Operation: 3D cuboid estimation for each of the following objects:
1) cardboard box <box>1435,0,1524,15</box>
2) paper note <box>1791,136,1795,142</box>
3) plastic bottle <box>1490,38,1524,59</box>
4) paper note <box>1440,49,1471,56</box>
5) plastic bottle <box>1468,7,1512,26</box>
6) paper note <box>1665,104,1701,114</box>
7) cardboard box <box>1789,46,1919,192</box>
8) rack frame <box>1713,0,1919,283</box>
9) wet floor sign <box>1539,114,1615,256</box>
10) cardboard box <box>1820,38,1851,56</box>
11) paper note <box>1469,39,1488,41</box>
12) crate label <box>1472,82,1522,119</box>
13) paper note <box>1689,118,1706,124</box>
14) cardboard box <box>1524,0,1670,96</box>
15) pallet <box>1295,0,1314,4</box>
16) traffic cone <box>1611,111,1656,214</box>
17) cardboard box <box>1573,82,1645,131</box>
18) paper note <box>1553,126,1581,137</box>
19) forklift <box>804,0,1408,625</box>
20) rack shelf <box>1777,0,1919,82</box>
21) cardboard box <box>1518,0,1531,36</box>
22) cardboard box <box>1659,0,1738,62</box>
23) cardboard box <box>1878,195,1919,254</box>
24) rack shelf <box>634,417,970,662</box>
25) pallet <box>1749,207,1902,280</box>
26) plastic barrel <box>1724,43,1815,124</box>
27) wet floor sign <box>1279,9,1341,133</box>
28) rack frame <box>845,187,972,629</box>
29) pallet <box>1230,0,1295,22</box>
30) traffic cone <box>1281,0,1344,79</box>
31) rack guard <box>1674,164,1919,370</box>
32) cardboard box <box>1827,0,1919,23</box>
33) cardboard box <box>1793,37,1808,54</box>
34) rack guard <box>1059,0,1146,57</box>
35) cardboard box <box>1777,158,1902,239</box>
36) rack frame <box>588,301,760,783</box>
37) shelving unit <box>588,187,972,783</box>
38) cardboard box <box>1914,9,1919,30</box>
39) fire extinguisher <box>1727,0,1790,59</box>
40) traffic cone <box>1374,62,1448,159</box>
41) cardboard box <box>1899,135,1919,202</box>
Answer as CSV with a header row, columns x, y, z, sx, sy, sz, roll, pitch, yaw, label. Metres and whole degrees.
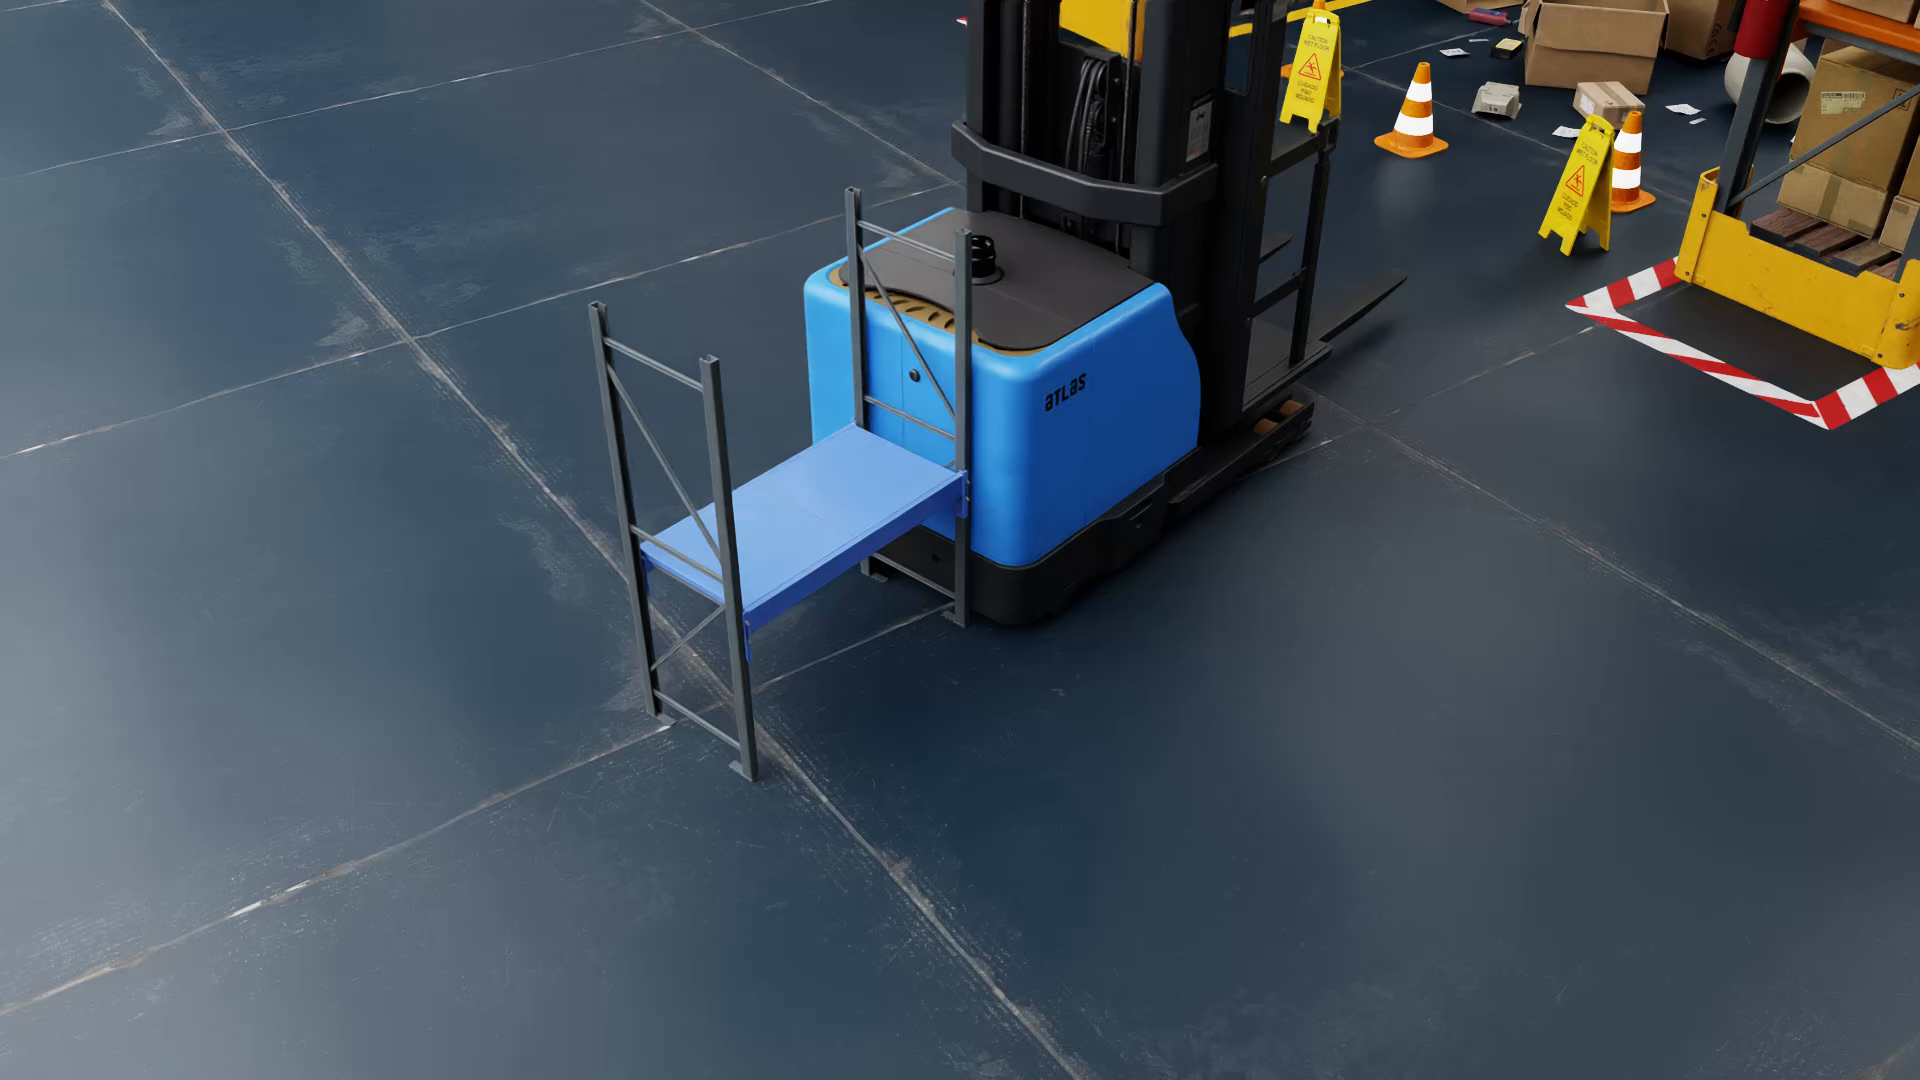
x,y,z,sx,sy,sz,roll,pitch,yaw,label
3.498,-3.909,11.255,0.500,0.500,0.500,-15,38,-20,cardboard box
4.749,-2.240,9.338,0.142,0.019,0.148,22,41,28,paper note
3.478,-3.125,10.543,0.133,0.061,0.283,22,41,28,plastic bottle
3.132,-3.086,10.517,0.142,0.017,0.144,-9,37,-12,paper note
3.524,-3.457,11.004,0.283,0.061,0.133,22,41,28,plastic bottle
4.247,-2.533,9.756,0.142,0.019,0.148,-9,37,-12,paper note
4.345,-2.013,7.834,0.500,0.500,0.500,-22,41,-28,cardboard box
3.841,-2.261,6.825,0.127,3.000,1.000,-22,41,-28,rack frame
3.069,-1.752,8.133,0.232,0.644,0.267,-9,37,-12,wet floor sign
5.450,-2.882,9.826,0.500,0.500,0.500,3,36,4,cardboard box
3.345,-3.222,10.721,0.123,0.001,0.032,-3,36,-4,paper note
3.138,-2.568,9.704,0.250,0.136,0.298,15,38,20,crate label
4.262,-2.421,9.607,0.123,0.001,0.032,-22,41,-28,paper note
3.818,-3.047,10.055,0.797,0.503,0.637,9,37,12,cardboard box
2.511,-4.172,11.869,1.213,0.211,1.003,-22,41,-28,pallet
3.449,-1.991,8.622,0.334,0.463,0.336,-22,41,-28,traffic cone
3.748,-2.508,9.610,0.250,0.149,0.380,-3,36,-4,cardboard box
3.467,-2.324,9.454,0.148,0.019,0.142,22,41,28,paper note
0.793,-1.681,6.077,1.130,2.935,3.031,27,44,32,forklift
5.475,-2.642,7.970,4.000,0.370,1.077,-22,41,-28,rack shelf
3.832,-3.368,10.705,0.258,0.266,0.396,-15,38,-20,cardboard box
4.577,-3.420,10.458,0.503,0.637,0.797,-22,41,-28,cardboard box
4.659,-1.454,7.699,0.500,0.250,0.500,-23,42,-28,cardboard box
-0.495,-0.030,5.315,0.538,0.185,1.000,27,44,32,rack shelf
4.587,-1.411,8.031,1.213,0.211,1.003,-22,41,-28,pallet
4.657,-2.632,9.547,0.421,0.421,0.512,3,36,4,plastic barrel
2.023,-2.679,9.422,0.267,0.644,0.232,30,45,35,wet floor sign
-0.162,-0.400,5.522,0.500,1.500,0.032,27,44,32,rack frame
1.515,-3.764,11.302,1.213,0.211,1.003,-22,41,-28,pallet
2.159,-3.060,10.109,0.334,0.463,0.336,-22,41,-28,traffic cone
3.903,-1.272,7.590,0.348,0.500,1.175,-22,41,-28,rack guard
4.023,-2.387,7.215,0.250,0.149,0.380,-21,41,-26,cardboard box
5.208,-3.247,10.537,0.258,0.266,0.396,9,37,12,cardboard box
0.887,-3.566,10.781,0.348,0.500,1.175,-22,41,-28,rack guard
4.366,-1.723,8.073,0.500,0.250,0.500,-23,41,-28,cardboard box
-0.827,0.049,4.898,0.500,1.500,0.032,27,44,32,rack frame
-0.495,-0.176,5.210,0.538,1.500,1.048,27,44,32,shelving unit
4.237,-2.174,6.919,0.250,0.149,0.380,-22,41,-28,cardboard box
3.482,-2.411,7.099,0.183,0.674,0.296,-22,41,-28,fire extinguisher
2.532,-2.407,9.200,0.334,0.463,0.336,-22,41,-28,traffic cone
4.678,-1.767,7.491,0.500,0.500,0.500,-24,42,-29,cardboard box
